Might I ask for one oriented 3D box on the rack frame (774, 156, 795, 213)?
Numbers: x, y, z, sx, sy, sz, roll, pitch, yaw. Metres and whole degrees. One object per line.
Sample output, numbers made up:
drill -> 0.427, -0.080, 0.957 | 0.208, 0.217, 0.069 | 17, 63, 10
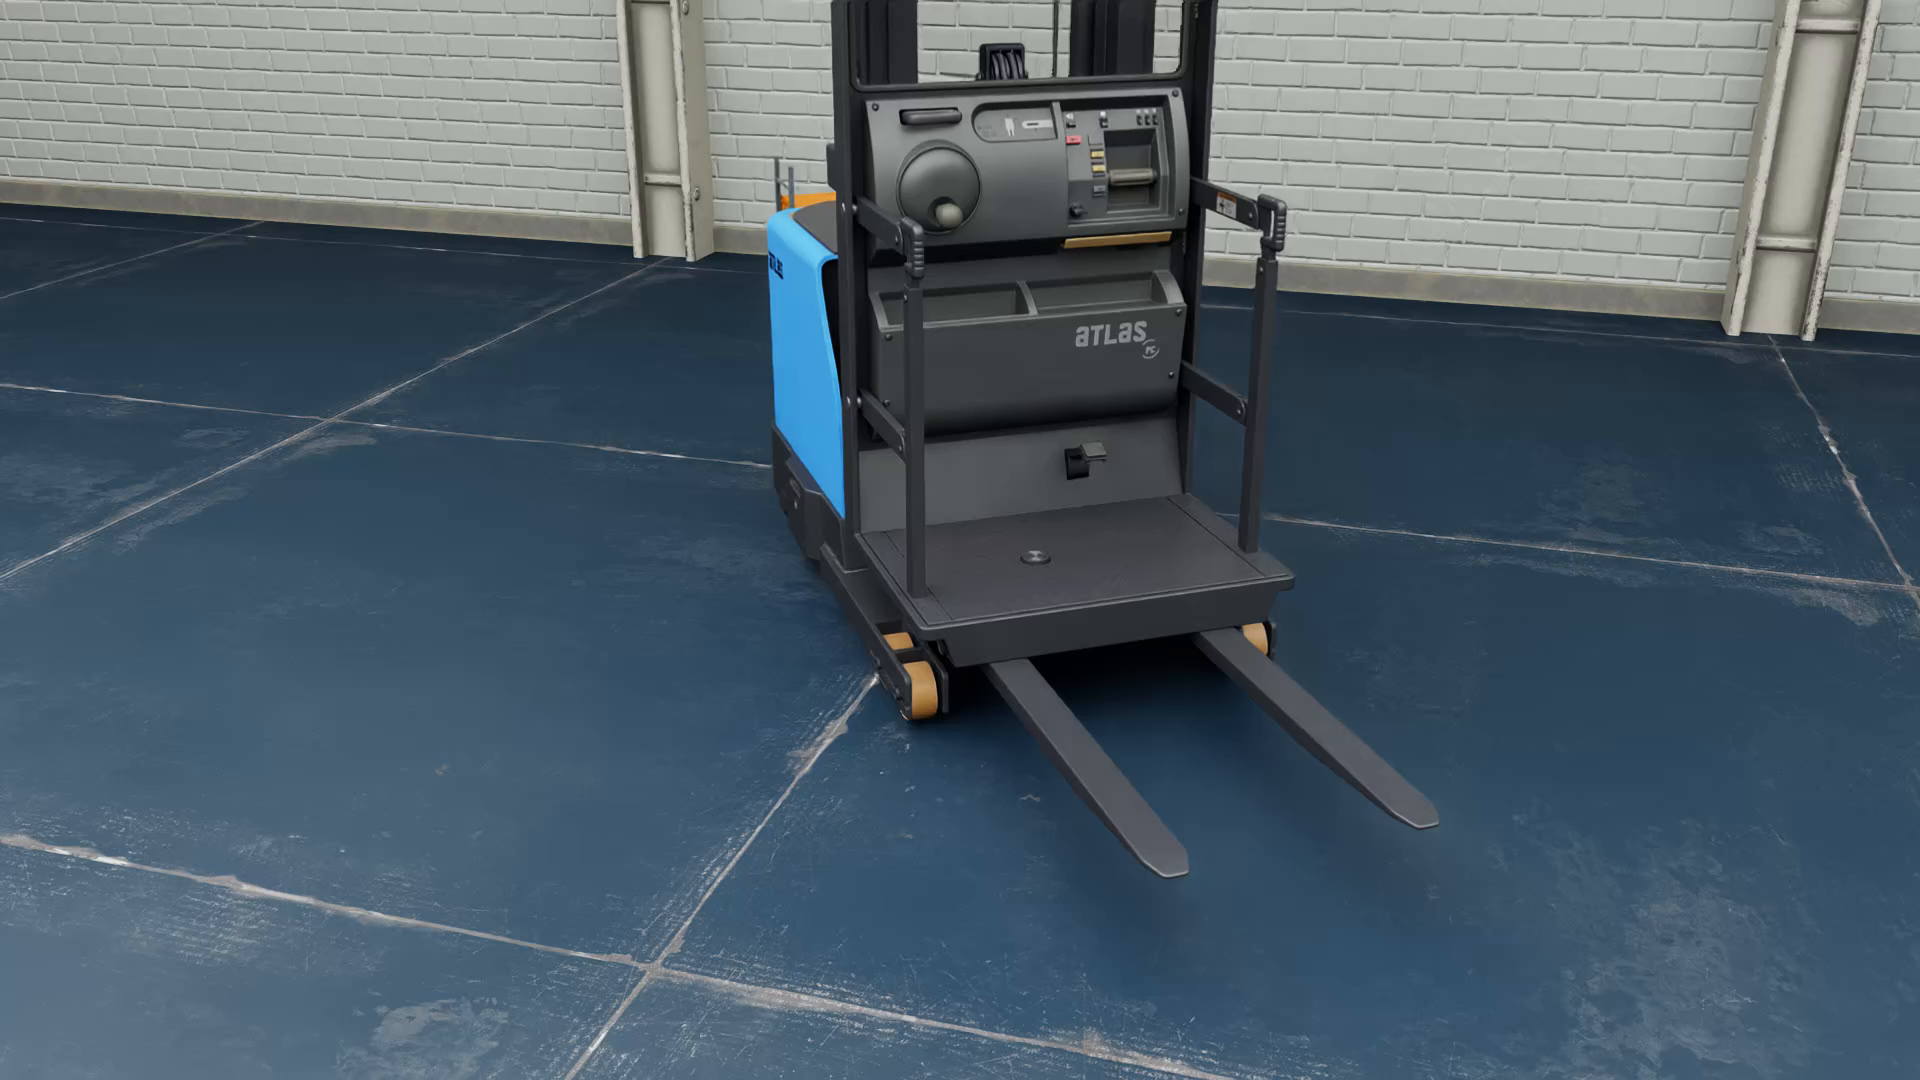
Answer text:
rack frame -> -0.623, -0.781, 6.092 | 0.015, 1.200, 0.240 | -7, 23, -17

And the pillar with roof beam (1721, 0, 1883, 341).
pillar with roof beam -> 2.799, -3.652, 2.816 | 0.400, 9.000, 9.100 | 7, 23, 16

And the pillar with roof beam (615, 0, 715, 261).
pillar with roof beam -> -2.946, -4.310, 4.419 | 0.400, 9.000, 9.100 | 7, 23, 16

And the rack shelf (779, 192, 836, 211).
rack shelf -> -0.392, -1.174, 6.015 | 0.480, 0.148, 0.258 | -7, 23, -17

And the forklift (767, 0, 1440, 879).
forklift -> 0.268, -1.031, 4.421 | 1.130, 2.935, 3.031 | -7, 23, -17

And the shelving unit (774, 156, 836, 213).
shelving unit -> -0.392, -0.810, 6.165 | 0.503, 1.200, 0.258 | -7, 23, -17
